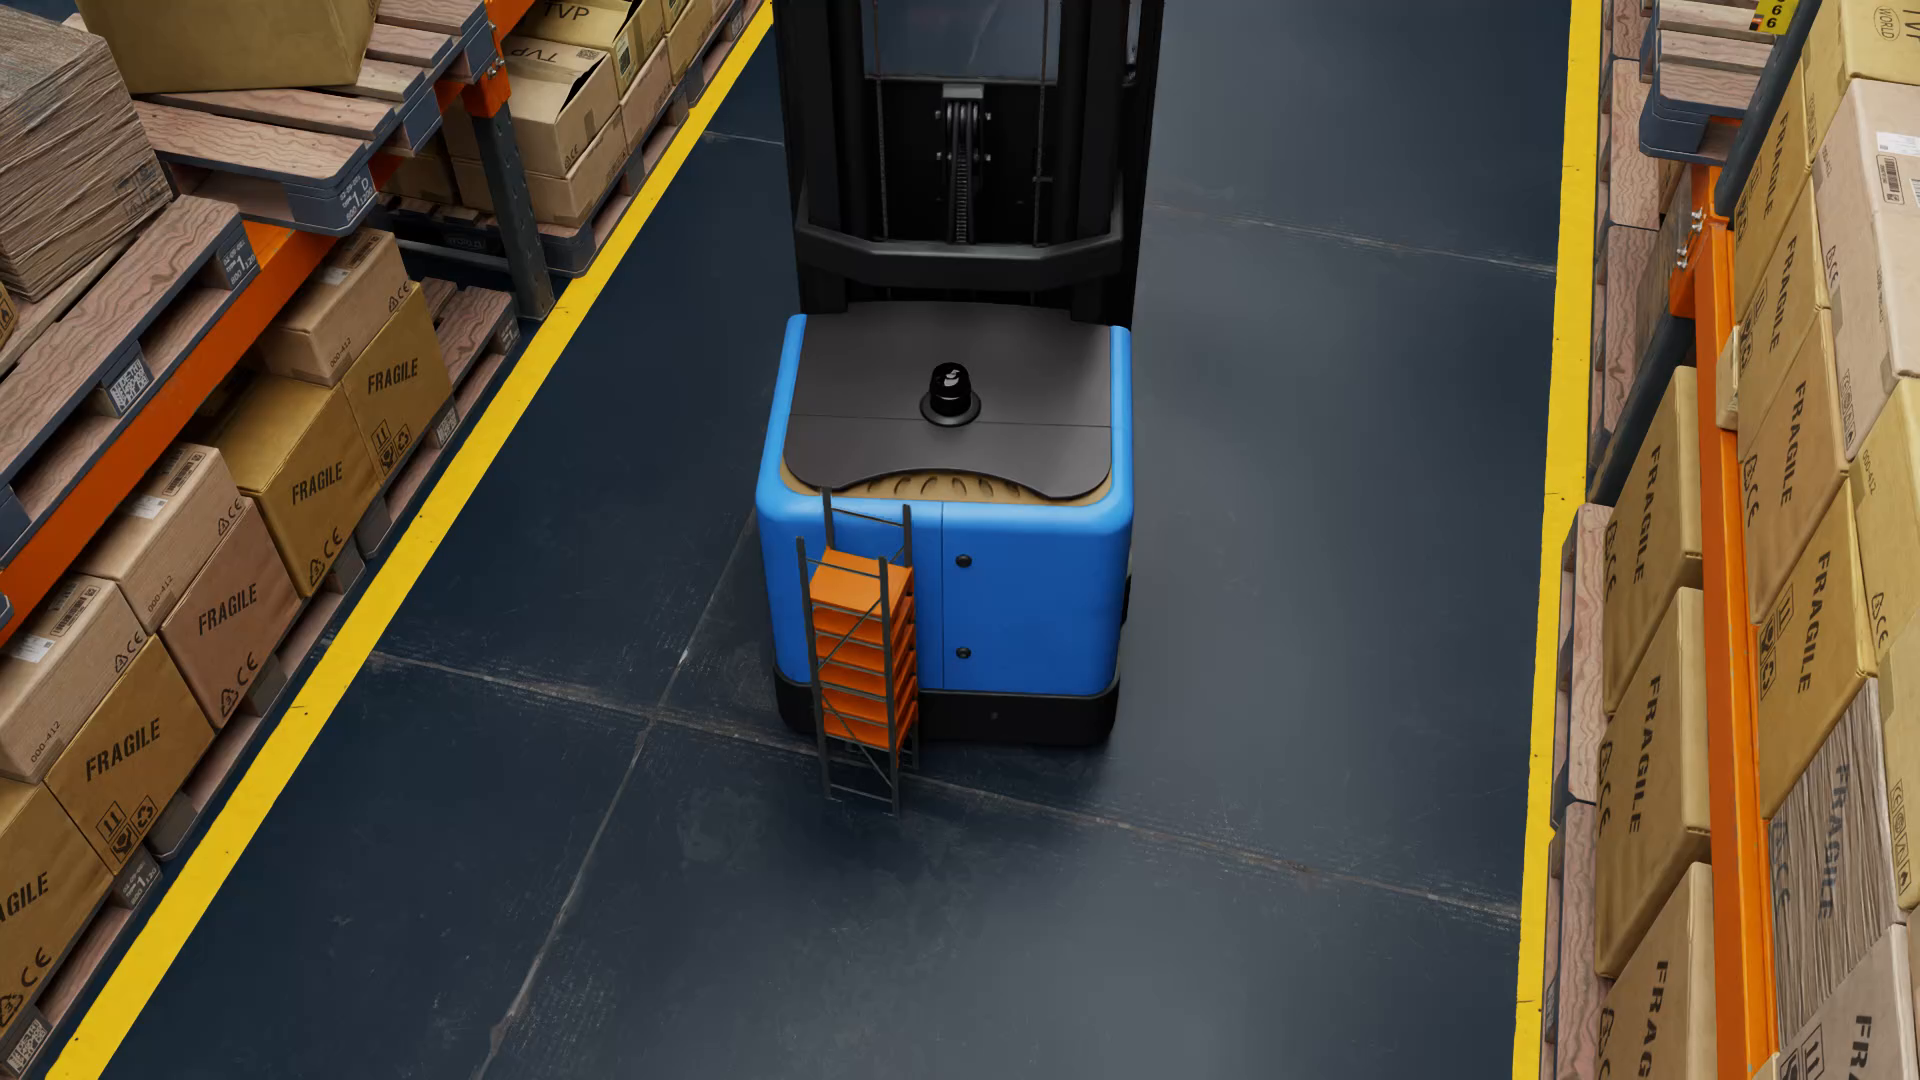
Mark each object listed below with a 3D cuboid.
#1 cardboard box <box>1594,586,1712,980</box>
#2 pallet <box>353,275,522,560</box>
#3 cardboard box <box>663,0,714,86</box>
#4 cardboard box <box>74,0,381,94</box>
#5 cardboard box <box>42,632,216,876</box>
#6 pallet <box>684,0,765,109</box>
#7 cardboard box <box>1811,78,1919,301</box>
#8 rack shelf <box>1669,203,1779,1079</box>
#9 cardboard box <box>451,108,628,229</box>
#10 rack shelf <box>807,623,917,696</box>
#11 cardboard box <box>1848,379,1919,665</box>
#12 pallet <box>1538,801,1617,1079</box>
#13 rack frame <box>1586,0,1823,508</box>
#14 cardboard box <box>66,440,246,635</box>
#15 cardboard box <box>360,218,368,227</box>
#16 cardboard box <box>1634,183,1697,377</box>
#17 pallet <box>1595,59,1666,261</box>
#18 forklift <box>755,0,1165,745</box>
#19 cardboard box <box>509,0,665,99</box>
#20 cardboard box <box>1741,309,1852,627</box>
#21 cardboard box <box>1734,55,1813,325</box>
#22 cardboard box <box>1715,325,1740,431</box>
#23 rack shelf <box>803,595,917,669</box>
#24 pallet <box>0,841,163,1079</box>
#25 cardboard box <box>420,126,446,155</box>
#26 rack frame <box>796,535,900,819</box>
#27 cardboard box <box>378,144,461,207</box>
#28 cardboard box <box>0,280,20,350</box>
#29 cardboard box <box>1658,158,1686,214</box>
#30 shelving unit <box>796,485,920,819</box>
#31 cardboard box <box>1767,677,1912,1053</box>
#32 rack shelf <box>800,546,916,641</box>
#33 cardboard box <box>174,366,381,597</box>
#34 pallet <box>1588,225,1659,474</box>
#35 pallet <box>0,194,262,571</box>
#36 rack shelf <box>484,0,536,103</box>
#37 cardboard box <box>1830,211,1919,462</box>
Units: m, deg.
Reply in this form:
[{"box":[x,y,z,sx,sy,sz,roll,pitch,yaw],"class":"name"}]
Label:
[{"box":[2.128,0.704,4.282,0.750,0.750,0.750,11,50,10],"class":"cardboard box"},{"box":[-2.328,-0.527,6.074,1.003,0.211,1.213,12,50,10],"class":"pallet"},{"box":[-1.411,-2.273,7.309,0.500,0.250,0.500,10,49,9],"class":"cardboard box"},{"box":[-2.152,-1.676,4.882,0.700,0.500,0.500,-3,49,-3],"class":"cardboard box"},{"box":[-2.517,0.543,4.644,0.500,0.500,0.500,12,50,10],"class":"cardboard box"},{"box":[-1.517,-2.527,7.839,1.003,0.211,1.213,12,50,10],"class":"pallet"},{"box":[2.176,-0.727,3.612,0.500,0.250,0.500,11,49,10],"class":"cardboard box"},{"box":[2.159,0.678,3.631,1.077,0.370,4.000,12,50,10],"class":"rack shelf"},{"box":[-1.674,-1.532,6.655,0.500,0.250,0.500,11,50,10],"class":"cardboard box"},{"box":[-0.268,0.299,4.585,0.258,0.103,0.180,13,50,12],"class":"rack shelf"},{"box":[1.920,0.006,2.966,0.500,0.250,0.500,11,49,9],"class":"cardboard box"},{"box":[2.082,1.351,4.417,1.003,0.211,1.213,12,50,10],"class":"pallet"},{"box":[2.685,-1.007,4.638,1.000,3.000,0.127,12,50,10],"class":"rack frame"},{"box":[-2.391,-0.043,4.661,0.500,0.250,0.500,11,49,9],"class":"cardboard box"},{"box":[-2.490,-1.028,6.030,0.500,0.500,0.500,13,50,12],"class":"cardboard box"},{"box":[2.824,-0.857,5.879,0.700,0.500,0.500,12,50,11],"class":"cardboard box"},{"box":[3.215,-1.529,6.959,1.003,0.211,1.213,12,50,10],"class":"pallet"},{"box":[0.035,-1.444,5.070,1.130,2.935,3.031,2,49,2],"class":"forklift"},{"box":[-1.544,-2.099,6.782,0.500,0.311,0.500,10,49,9],"class":"cardboard box"},{"box":[2.032,-0.109,3.567,0.500,0.500,0.500,11,50,10],"class":"cardboard box"},{"box":[2.310,-0.844,4.216,0.500,0.500,0.500,13,50,11],"class":"cardboard box"},{"box":[2.149,-0.382,4.241,0.380,0.149,0.250,13,50,11],"class":"cardboard box"},{"box":[-0.268,0.220,4.495,0.258,0.103,0.180,13,50,12],"class":"rack shelf"},{"box":[-2.970,1.238,4.516,1.003,0.211,1.213,12,50,10],"class":"pallet"},{"box":[-2.195,-1.824,6.539,0.500,0.311,0.500,13,50,11],"class":"cardboard box"},{"box":[-0.296,0.415,4.584,0.240,1.200,0.006,13,50,12],"class":"rack frame"},{"box":[-2.192,-1.640,6.750,0.500,0.250,0.500,13,50,11],"class":"cardboard box"},{"box":[-2.742,-0.551,3.889,0.700,0.500,0.500,0,49,0],"class":"cardboard box"},{"box":[3.176,-1.571,6.510,0.700,0.500,0.500,11,50,10],"class":"cardboard box"},{"box":[-0.268,0.349,4.641,0.258,1.200,0.189,13,50,12],"class":"shelving unit"},{"box":[1.776,0.632,2.913,0.500,0.500,0.500,12,50,10],"class":"cardboard box"},{"box":[-0.268,0.140,4.405,0.258,0.103,0.180,13,50,12],"class":"rack shelf"},{"box":[-2.251,-0.203,5.303,0.500,0.500,0.500,10,49,9],"class":"cardboard box"},{"box":[2.892,-0.649,6.182,1.003,0.211,1.213,12,50,10],"class":"pallet"},{"box":[-2.602,-0.511,4.328,1.003,0.211,1.213,12,50,10],"class":"pallet"},{"box":[-1.568,-3.191,7.045,1.077,0.370,4.000,12,50,10],"class":"rack shelf"},{"box":[2.048,-0.365,3.292,0.500,0.250,0.500,12,50,10],"class":"cardboard box"}]
